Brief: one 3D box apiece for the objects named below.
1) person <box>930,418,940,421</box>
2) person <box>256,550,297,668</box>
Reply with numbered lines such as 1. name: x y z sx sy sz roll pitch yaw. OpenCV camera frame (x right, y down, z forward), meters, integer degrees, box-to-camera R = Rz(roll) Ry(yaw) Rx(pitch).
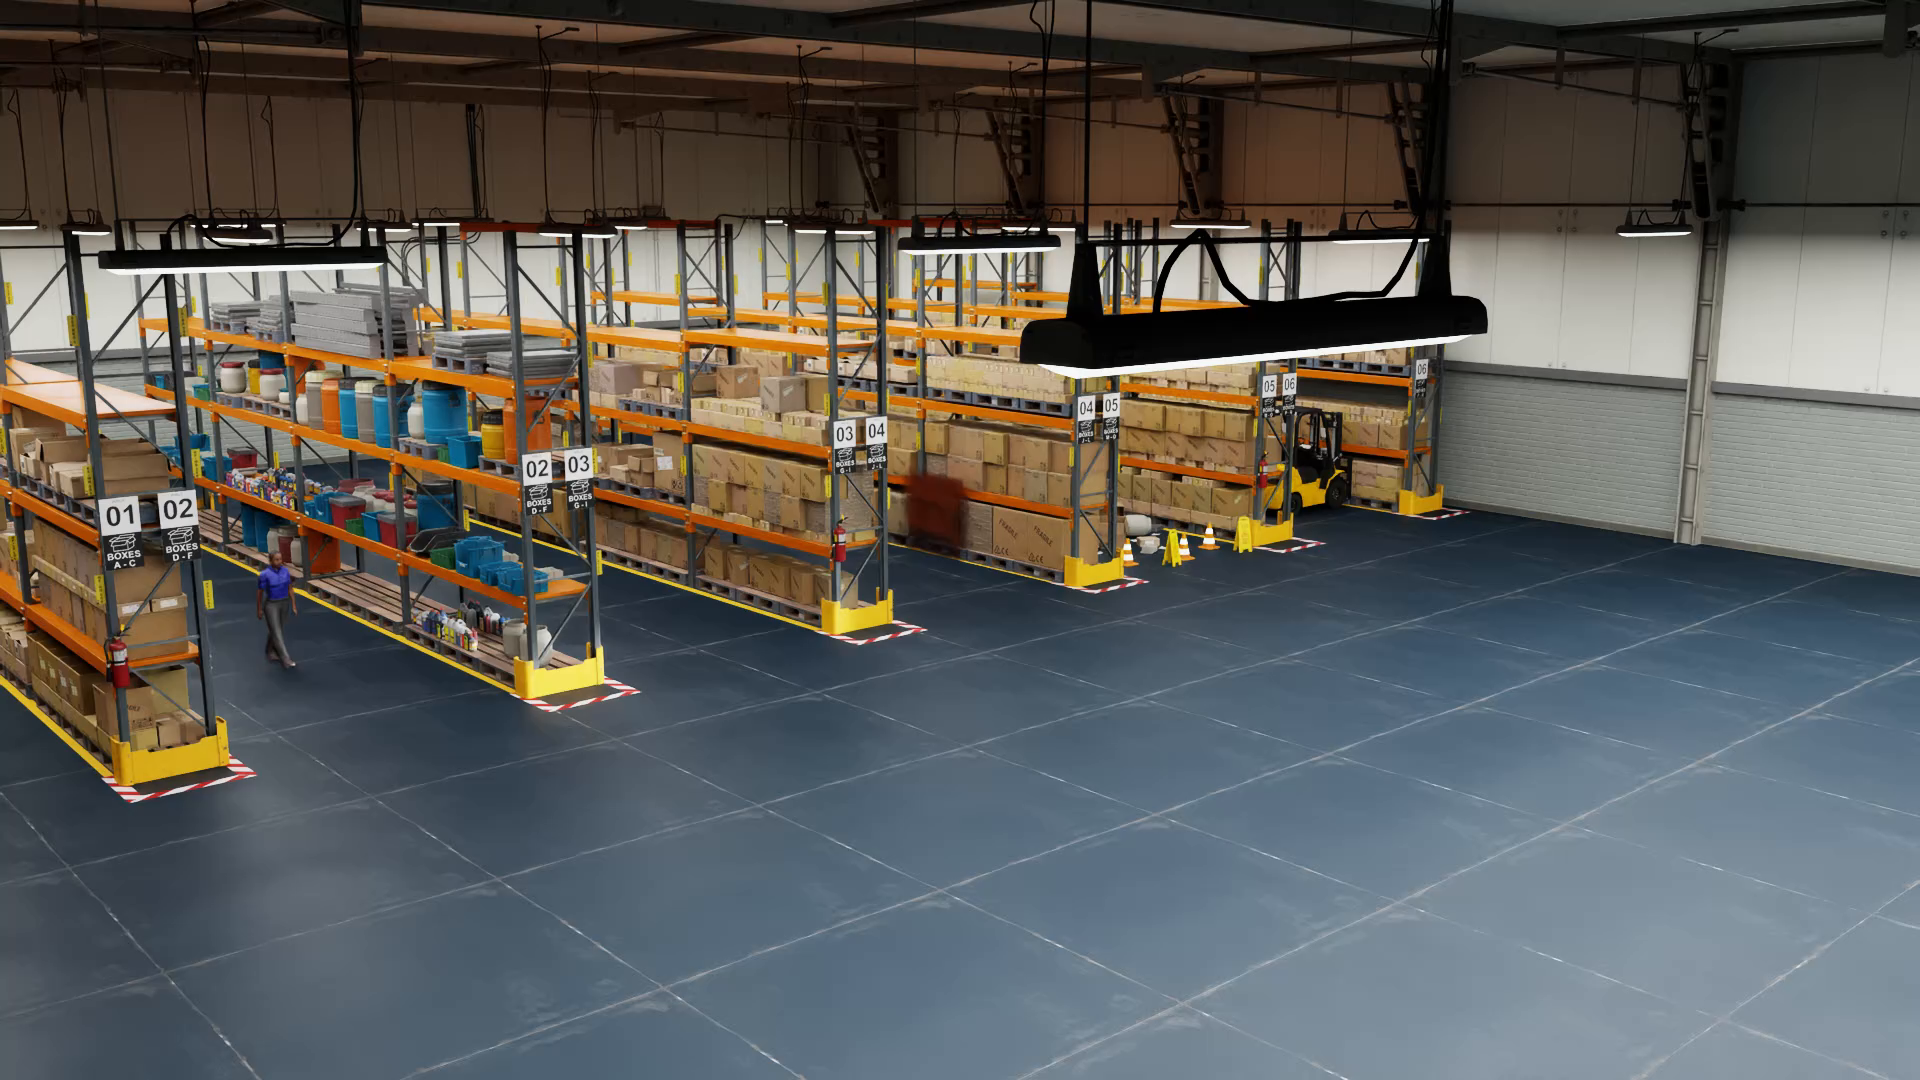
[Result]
1. person: -0.491 -1.784 36.238 0.476 1.763 0.588 3 12 15
2. person: -9.449 0.931 23.084 0.988 1.603 0.490 7 13 32
